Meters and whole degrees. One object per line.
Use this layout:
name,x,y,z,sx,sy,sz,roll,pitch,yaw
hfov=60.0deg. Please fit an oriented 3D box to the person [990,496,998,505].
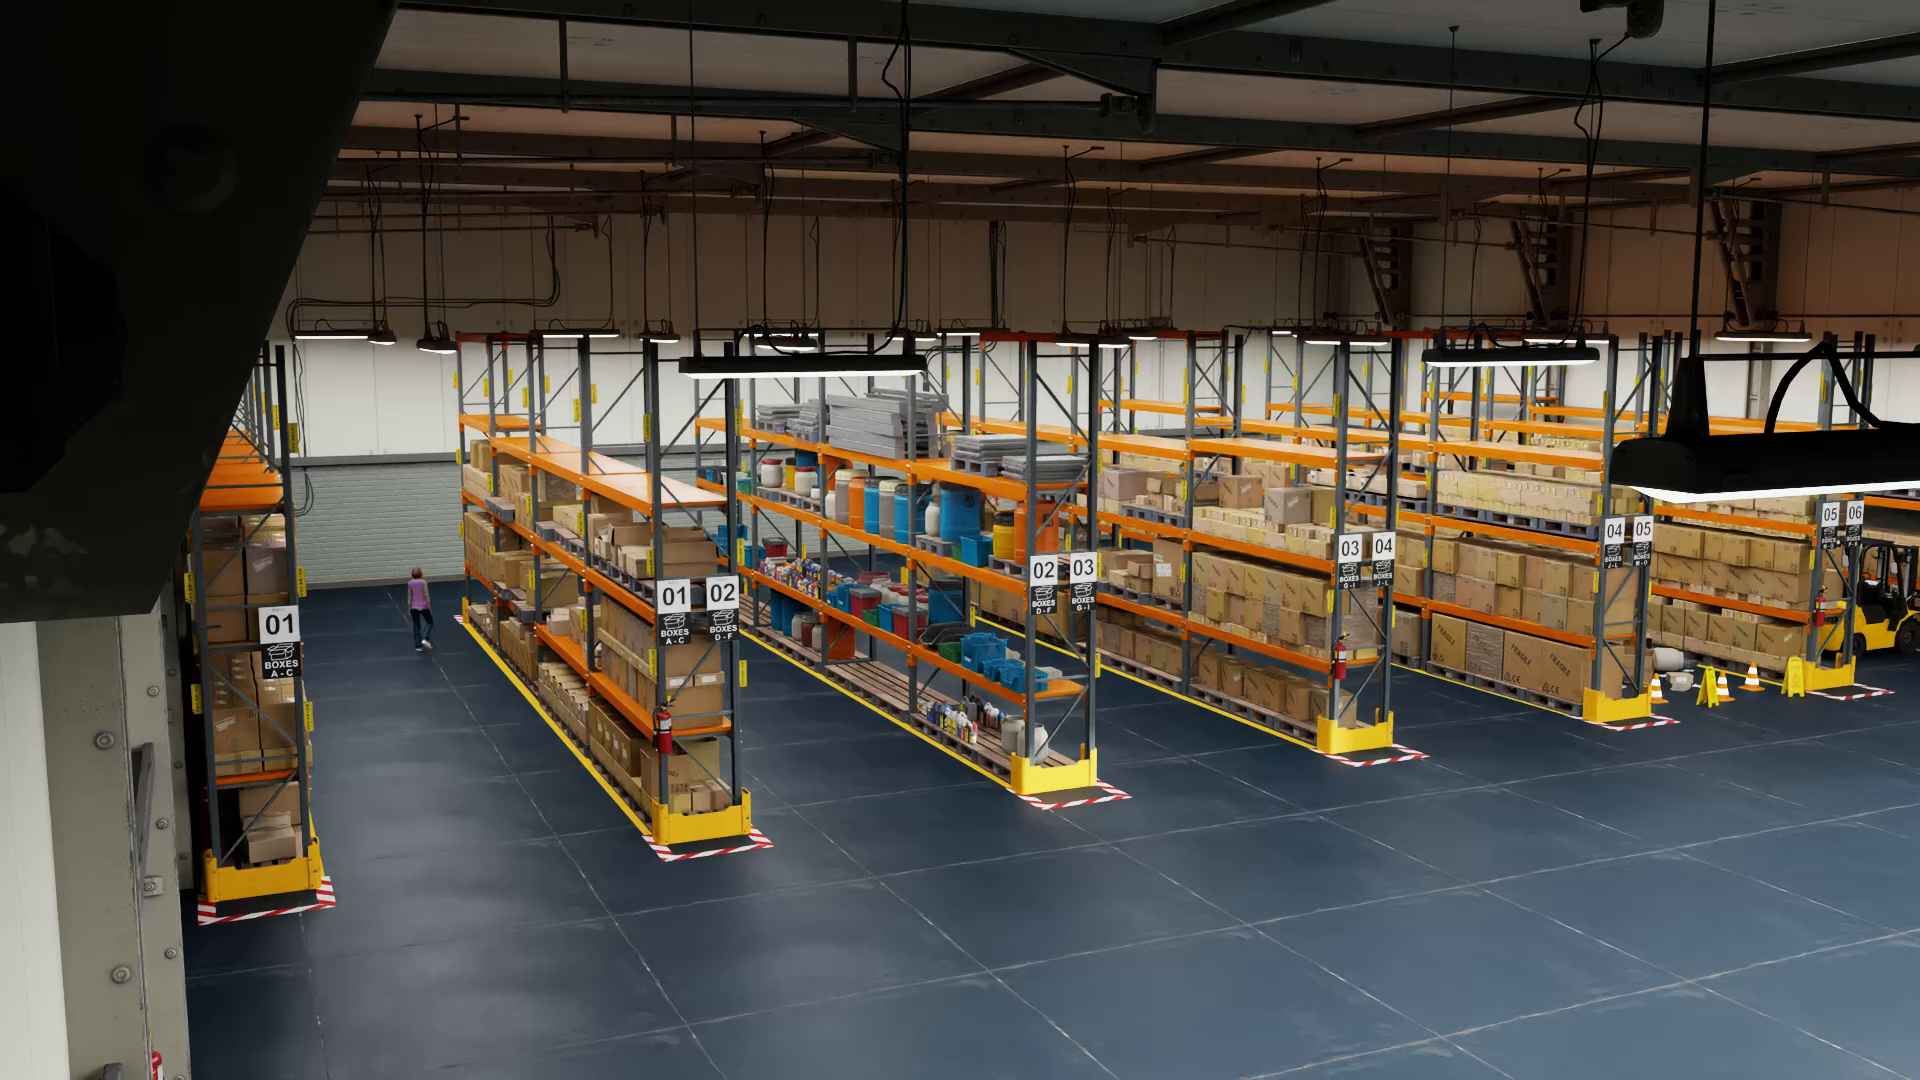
person,0.908,-0.355,43.535,0.933,1.637,0.438,-6,10,-38

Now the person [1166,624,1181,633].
person,4.194,1.246,31.934,0.394,1.539,0.972,-4,9,-26

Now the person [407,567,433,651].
person,-10.221,1.310,31.437,0.448,1.599,0.415,0,8,1
